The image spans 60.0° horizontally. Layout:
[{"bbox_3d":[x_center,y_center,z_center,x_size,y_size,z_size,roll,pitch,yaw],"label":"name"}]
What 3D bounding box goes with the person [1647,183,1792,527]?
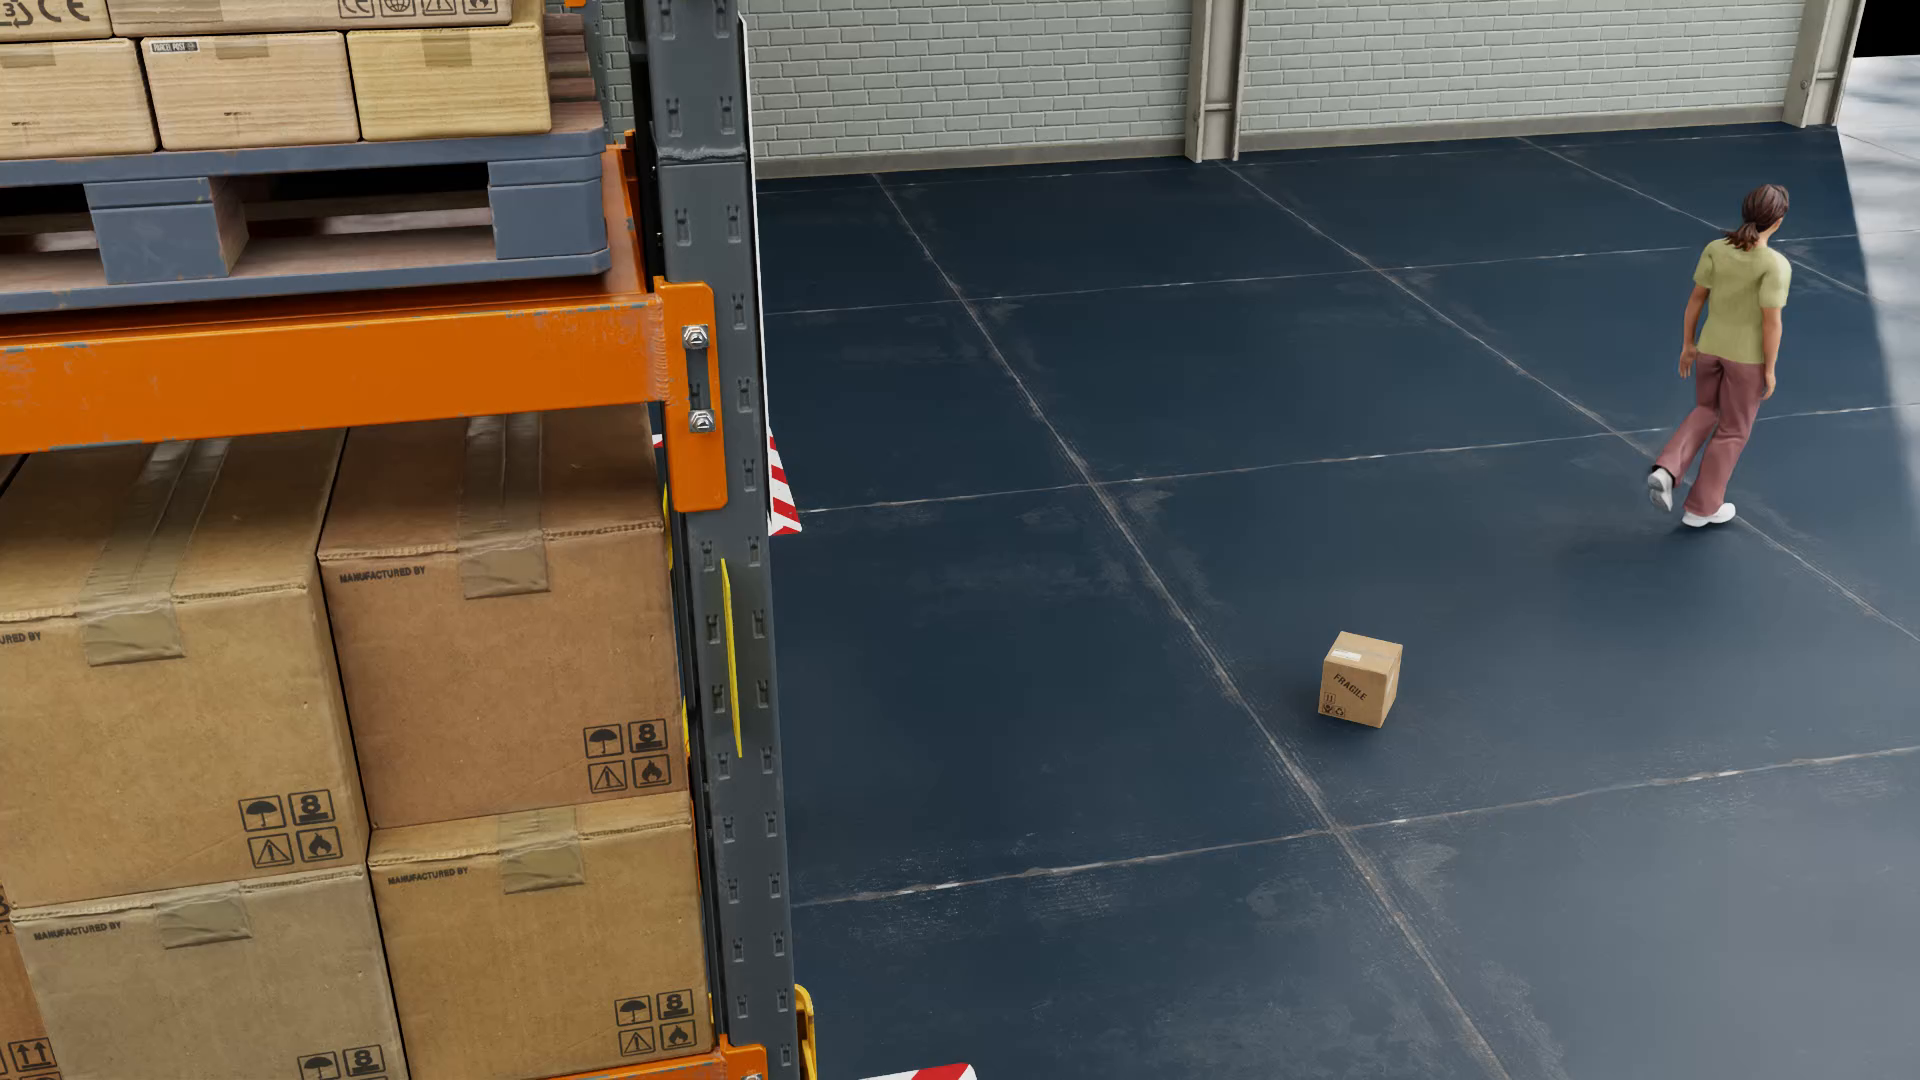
[{"bbox_3d":[3.560,-0.831,7.710,0.503,1.660,0.455,-16,31,-28],"label":"person"}]
